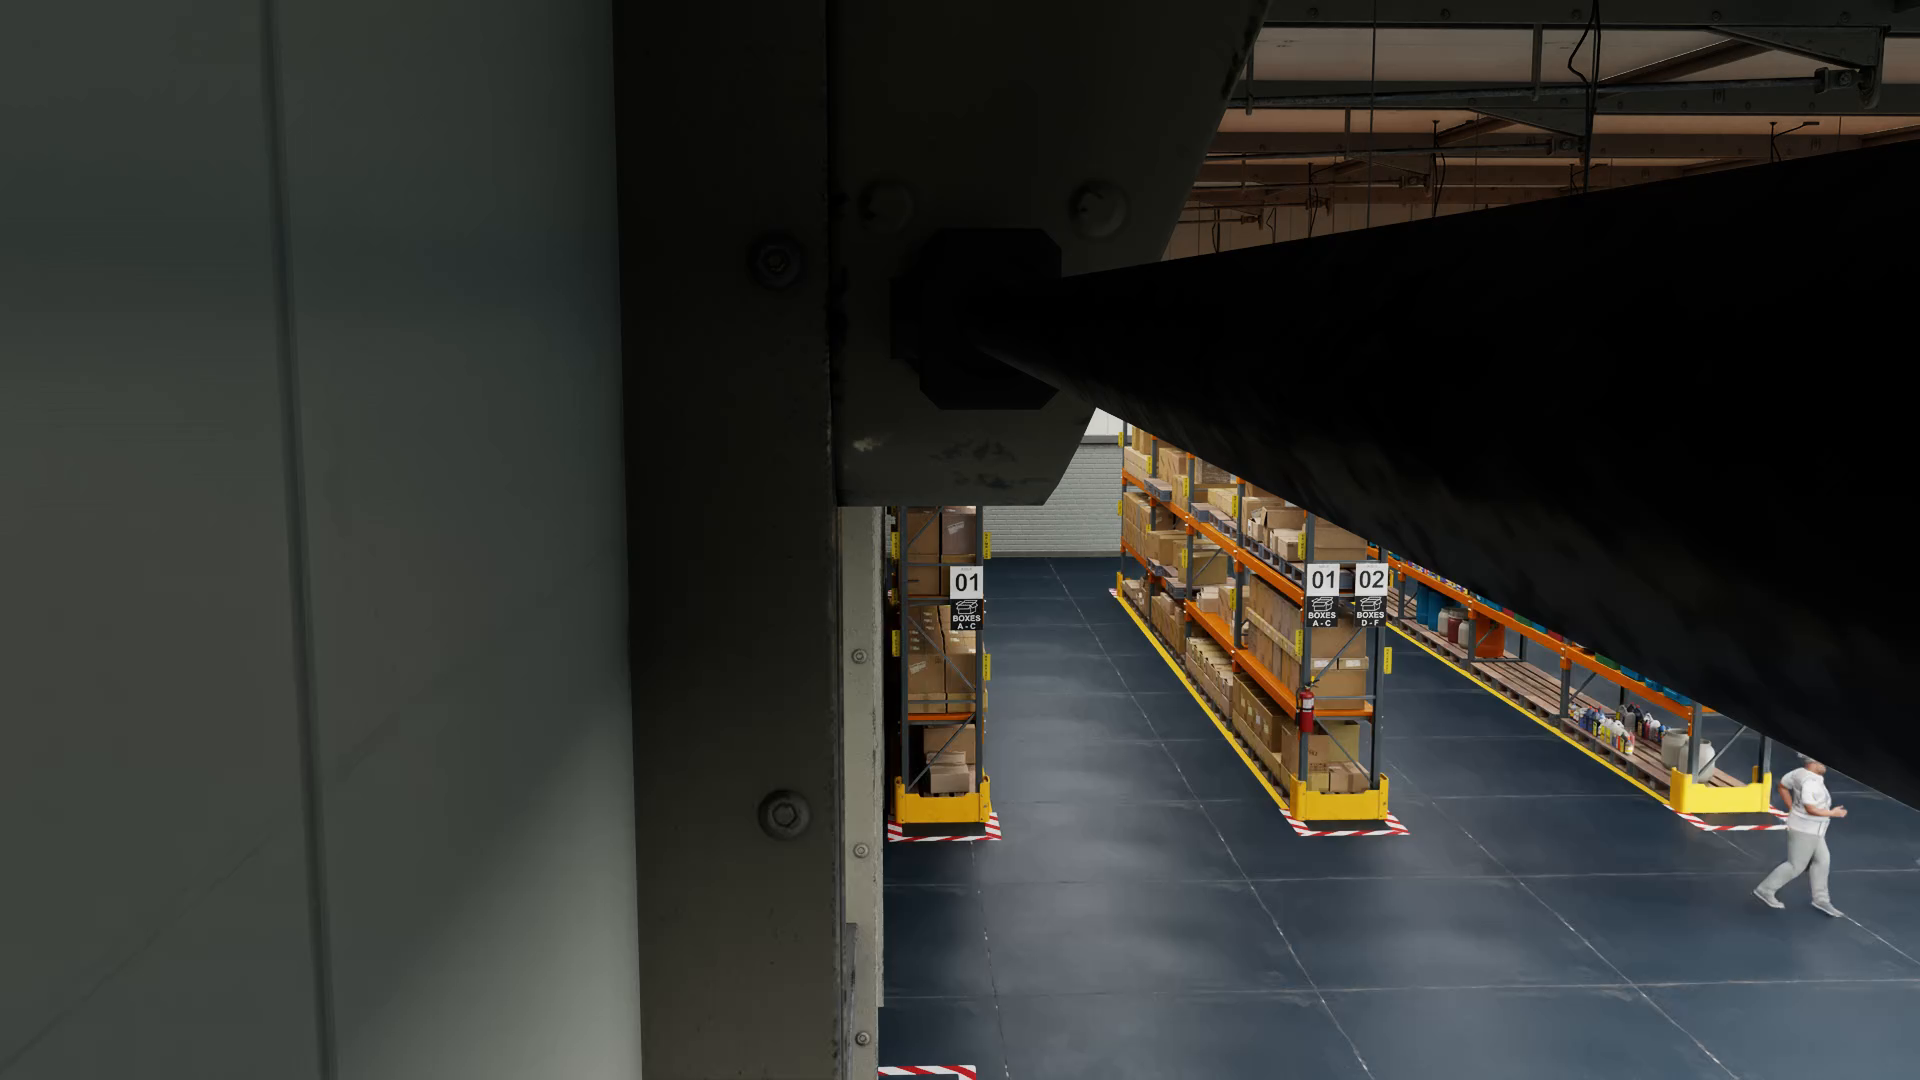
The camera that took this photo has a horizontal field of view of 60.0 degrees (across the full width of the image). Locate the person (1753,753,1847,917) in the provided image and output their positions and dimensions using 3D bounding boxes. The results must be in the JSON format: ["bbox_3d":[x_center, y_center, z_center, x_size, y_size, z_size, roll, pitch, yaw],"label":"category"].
[{"bbox_3d":[8.787,3.039,17.321,0.864,1.823,0.650,4,9,24],"label":"person"}]

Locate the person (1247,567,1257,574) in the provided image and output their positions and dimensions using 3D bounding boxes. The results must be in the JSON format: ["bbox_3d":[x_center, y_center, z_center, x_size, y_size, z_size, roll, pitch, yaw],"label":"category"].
[{"bbox_3d":[6.191,0.658,34.295,0.715,1.741,0.862,-2,8,-13],"label":"person"}]
